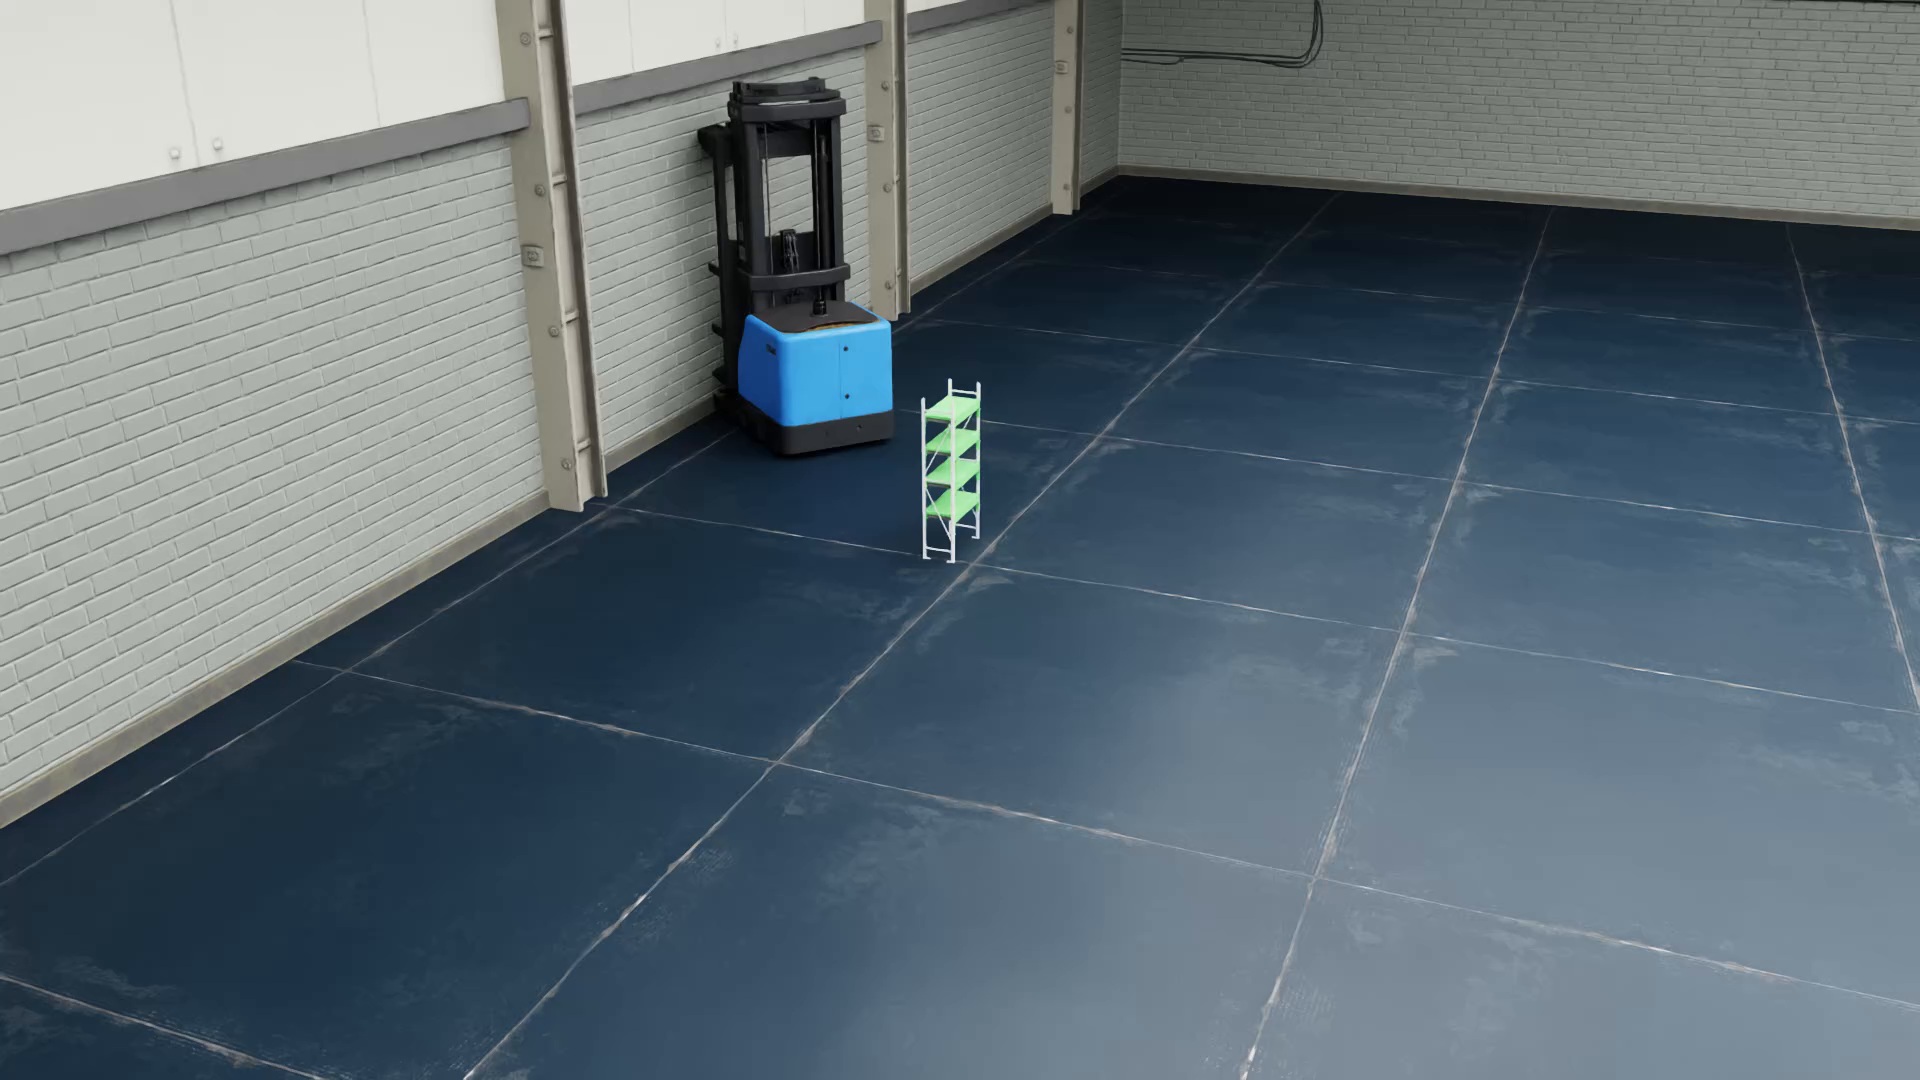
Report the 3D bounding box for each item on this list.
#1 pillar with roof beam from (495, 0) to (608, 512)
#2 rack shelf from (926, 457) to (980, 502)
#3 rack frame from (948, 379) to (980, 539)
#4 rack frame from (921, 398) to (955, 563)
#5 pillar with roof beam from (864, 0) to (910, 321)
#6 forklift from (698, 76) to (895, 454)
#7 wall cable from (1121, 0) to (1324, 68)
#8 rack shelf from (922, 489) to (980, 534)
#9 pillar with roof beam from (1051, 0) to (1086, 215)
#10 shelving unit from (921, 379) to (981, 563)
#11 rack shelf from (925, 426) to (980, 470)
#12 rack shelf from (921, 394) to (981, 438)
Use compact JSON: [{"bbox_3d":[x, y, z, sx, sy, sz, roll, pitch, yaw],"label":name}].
[{"bbox_3d":[1.011,-3.842,9.772,9.100,9.000,0.400,9,24,20],"label":"pillar with roof beam"},{"bbox_3d":[-0.061,-0.435,11.902,0.258,0.148,0.480,9,24,20],"label":"rack shelf"},{"bbox_3d":[0.029,-0.582,12.086,0.240,1.200,0.015,9,24,20],"label":"rack frame"},{"bbox_3d":[-0.152,-0.407,11.668,0.240,1.200,0.015,9,24,20],"label":"rack frame"},{"bbox_3d":[3.240,-5.989,14.912,9.100,9.000,0.400,9,24,20],"label":"pillar with roof beam"},{"bbox_3d":[-1.689,-2.591,14.651,1.130,2.935,3.031,-11,25,-25],"label":"forklift"},{"bbox_3d":[3.793,-8.184,24.197,3.097,2.526,0.112,9,24,20],"label":"wall cable"},{"bbox_3d":[-0.061,-0.214,11.994,0.258,0.148,0.480,9,24,20],"label":"rack shelf"},{"bbox_3d":[5.468,-8.136,20.052,9.100,9.000,0.400,9,24,20],"label":"pillar with roof beam"},{"bbox_3d":[-0.061,-0.494,11.877,0.258,1.200,0.503,9,24,20],"label":"shelving unit"},{"bbox_3d":[-0.061,-0.657,11.809,0.258,0.148,0.480,9,24,20],"label":"rack shelf"},{"bbox_3d":[-0.061,-0.878,11.717,0.258,0.148,0.480,9,24,20],"label":"rack shelf"}]
